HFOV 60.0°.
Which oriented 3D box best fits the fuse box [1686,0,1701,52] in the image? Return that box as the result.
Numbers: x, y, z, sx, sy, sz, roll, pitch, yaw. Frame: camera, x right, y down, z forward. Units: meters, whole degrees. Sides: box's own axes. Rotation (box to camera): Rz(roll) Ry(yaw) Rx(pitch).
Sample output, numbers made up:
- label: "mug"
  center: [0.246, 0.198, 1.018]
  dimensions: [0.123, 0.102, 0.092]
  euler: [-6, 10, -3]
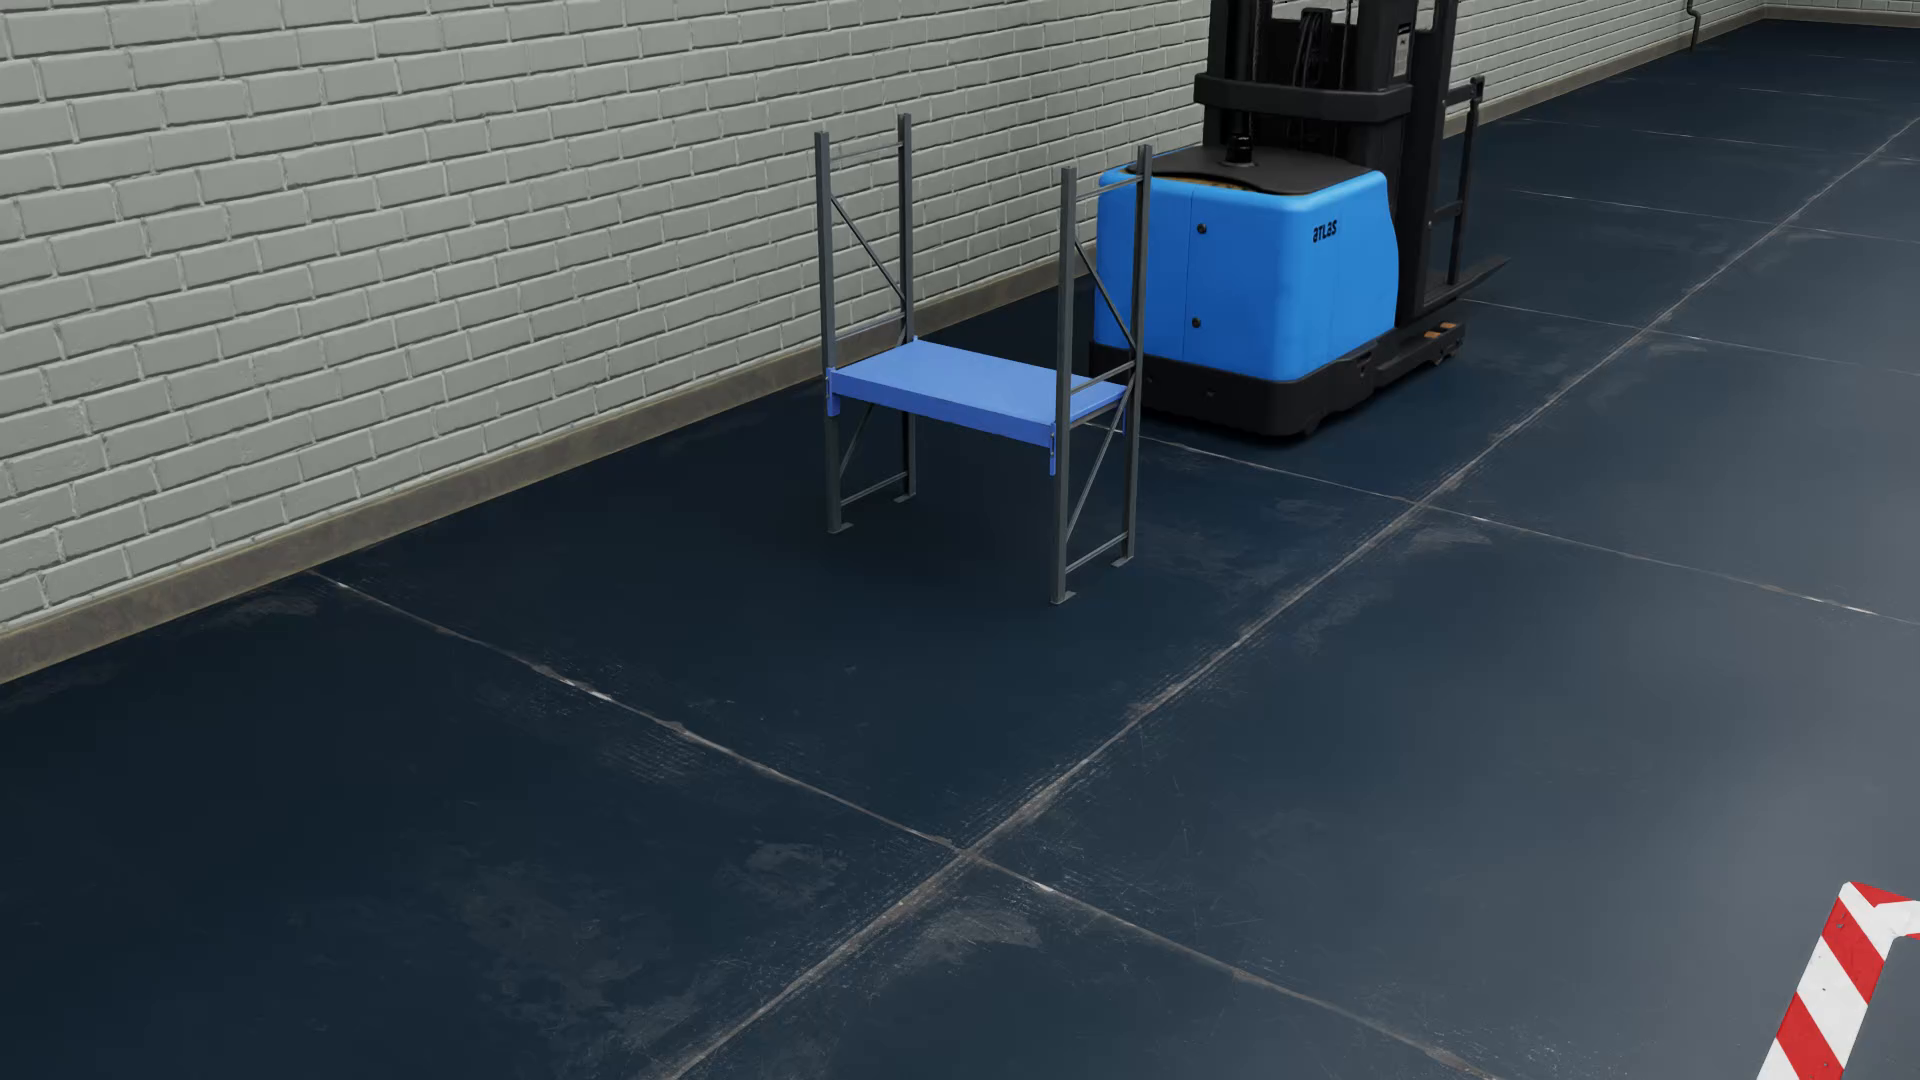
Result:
- label: "fuse box"
  center: [8.292, -6.288, 18.400]
  dimensions: [0.414, 1.711, 0.539]
  euler: [17, 29, 33]

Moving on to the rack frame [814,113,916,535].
- label: "rack frame"
  center: [-0.339, -0.789, 6.180]
  dimensions: [0.032, 1.500, 0.500]
  euler: [17, 29, 33]

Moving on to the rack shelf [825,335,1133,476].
- label: "rack shelf"
  center: [0.068, -0.501, 5.973]
  dimensions: [1.000, 0.185, 0.538]
  euler: [17, 29, 33]

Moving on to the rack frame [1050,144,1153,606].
- label: "rack frame"
  center: [0.475, -0.543, 5.622]
  dimensions: [0.032, 1.500, 0.500]
  euler: [17, 29, 33]

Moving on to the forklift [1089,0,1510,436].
- label: "forklift"
  center: [1.884, -2.312, 7.862]
  dimensions: [1.130, 2.935, 3.031]
  euler: [17, 29, 34]

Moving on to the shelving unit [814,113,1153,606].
- label: "shelving unit"
  center: [0.068, -0.666, 5.901]
  dimensions: [1.048, 1.500, 0.538]
  euler: [17, 29, 33]
